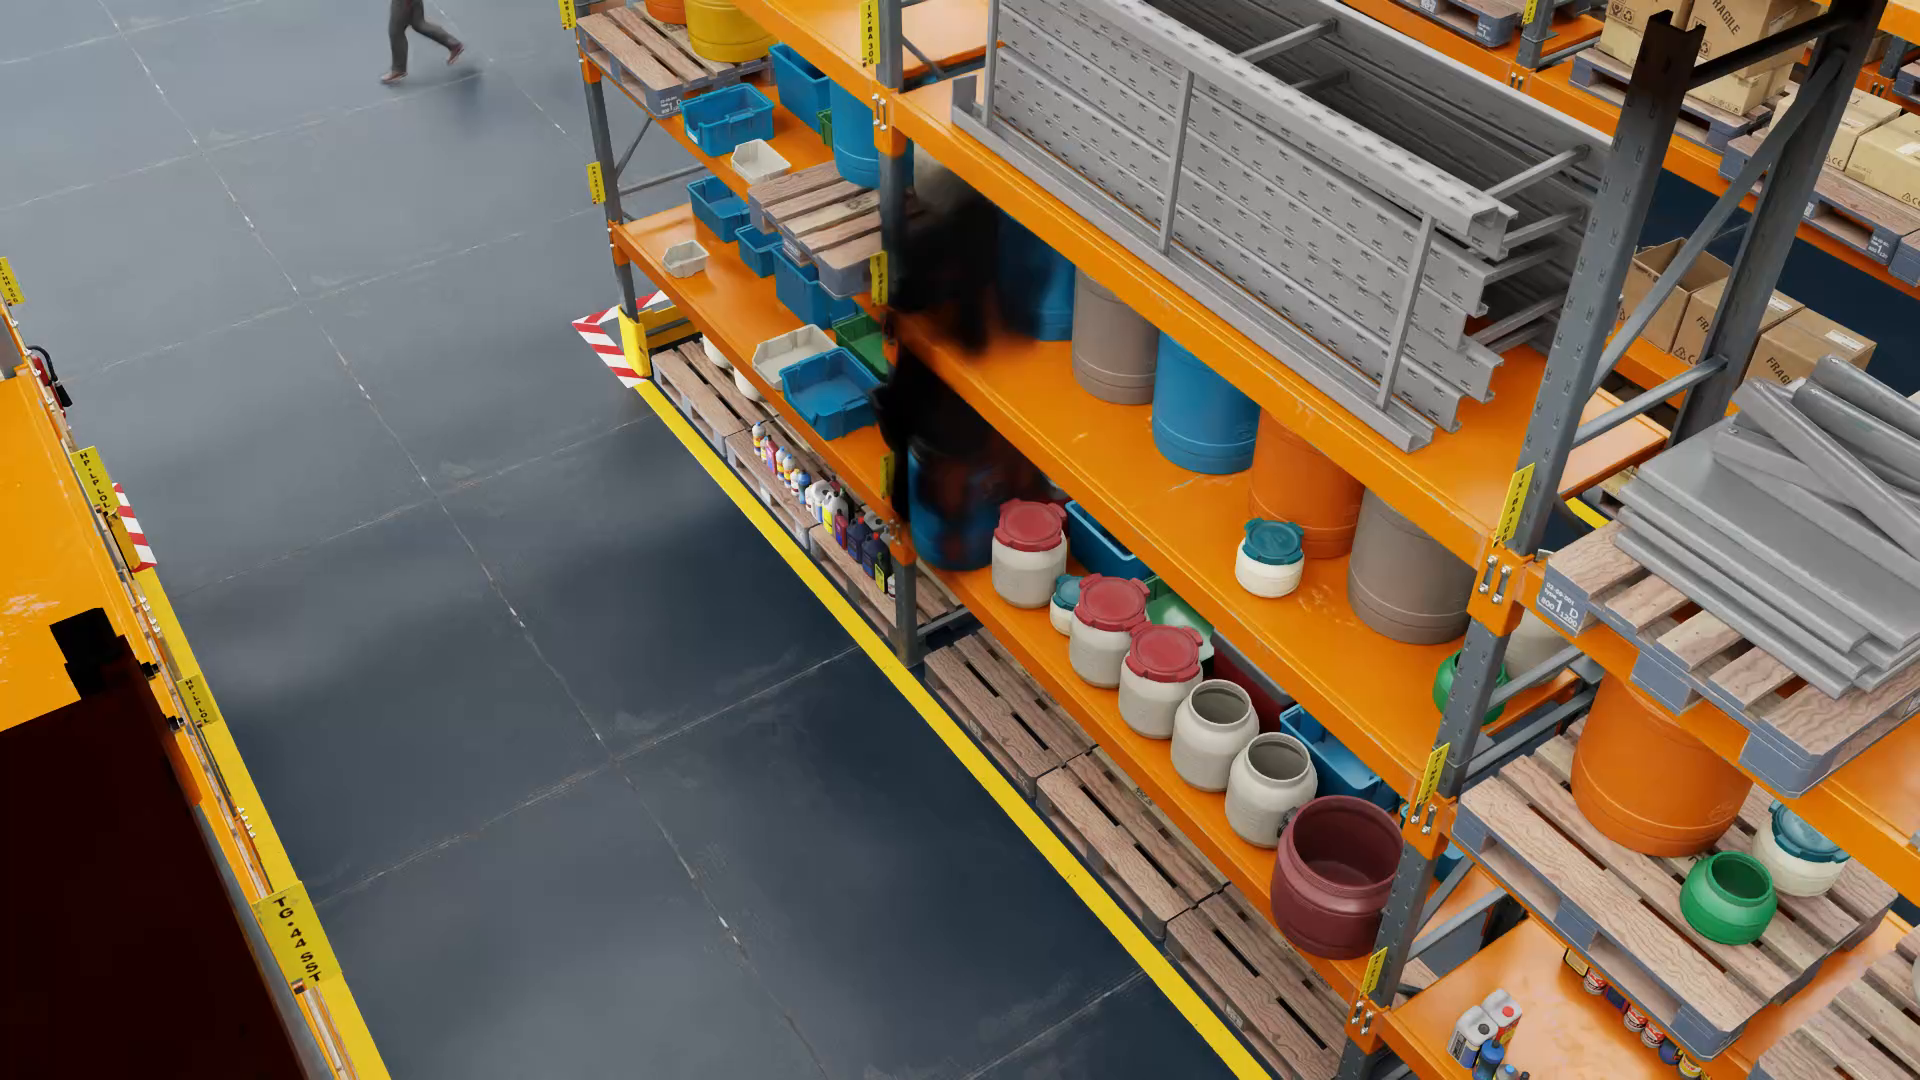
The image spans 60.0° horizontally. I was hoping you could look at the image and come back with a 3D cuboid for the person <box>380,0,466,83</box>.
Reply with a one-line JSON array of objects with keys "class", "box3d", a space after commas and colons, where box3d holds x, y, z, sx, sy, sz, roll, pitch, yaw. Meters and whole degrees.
[{"class": "person", "box3d": [-5.415, -5.324, 16.304, 0.901, 1.646, 0.604, -10, 44, -11]}]
